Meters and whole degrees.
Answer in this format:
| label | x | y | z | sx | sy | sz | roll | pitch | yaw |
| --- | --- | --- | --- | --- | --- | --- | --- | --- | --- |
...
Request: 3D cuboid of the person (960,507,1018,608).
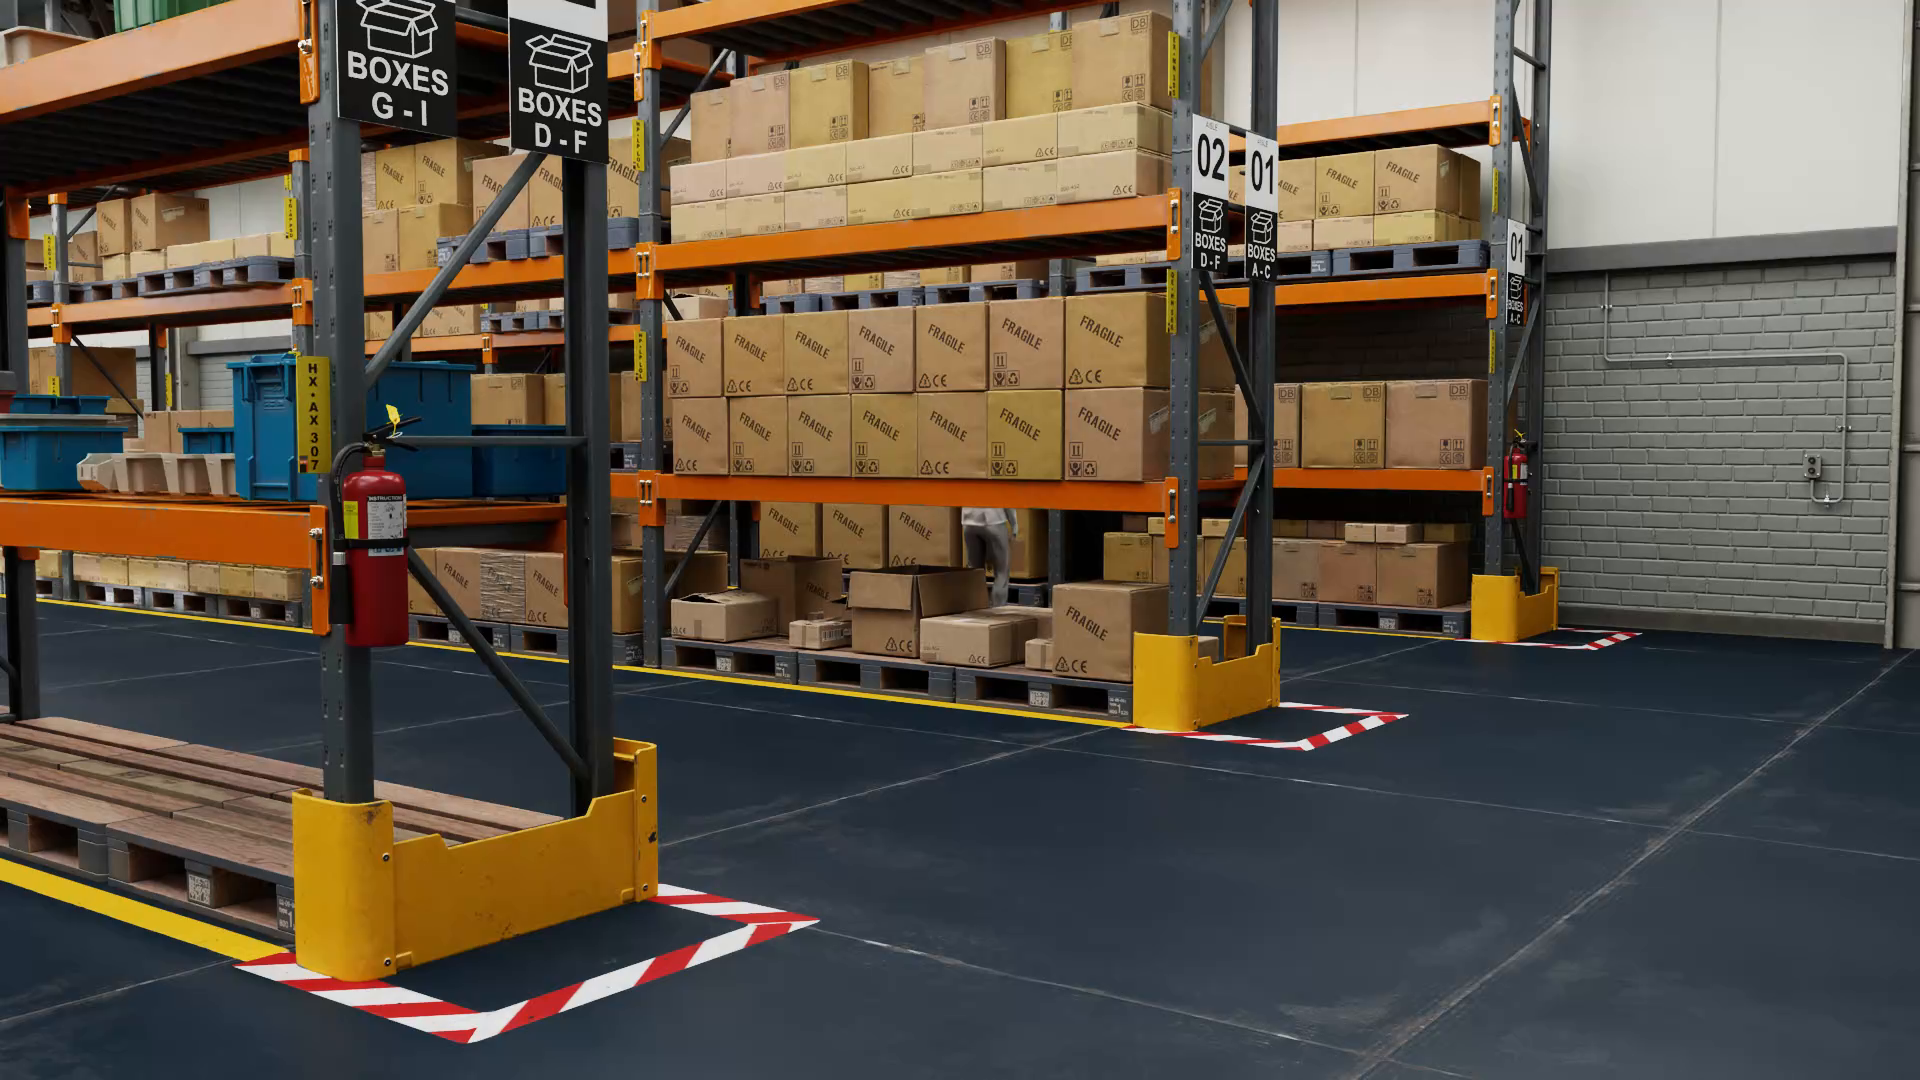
| label | x | y | z | sx | sy | sz | roll | pitch | yaw |
| --- | --- | --- | --- | --- | --- | --- | --- | --- | --- |
| person | 0.209 | -0.097 | 13.191 | 0.505 | 1.677 | 0.360 | 2 | 4 | 35 |
